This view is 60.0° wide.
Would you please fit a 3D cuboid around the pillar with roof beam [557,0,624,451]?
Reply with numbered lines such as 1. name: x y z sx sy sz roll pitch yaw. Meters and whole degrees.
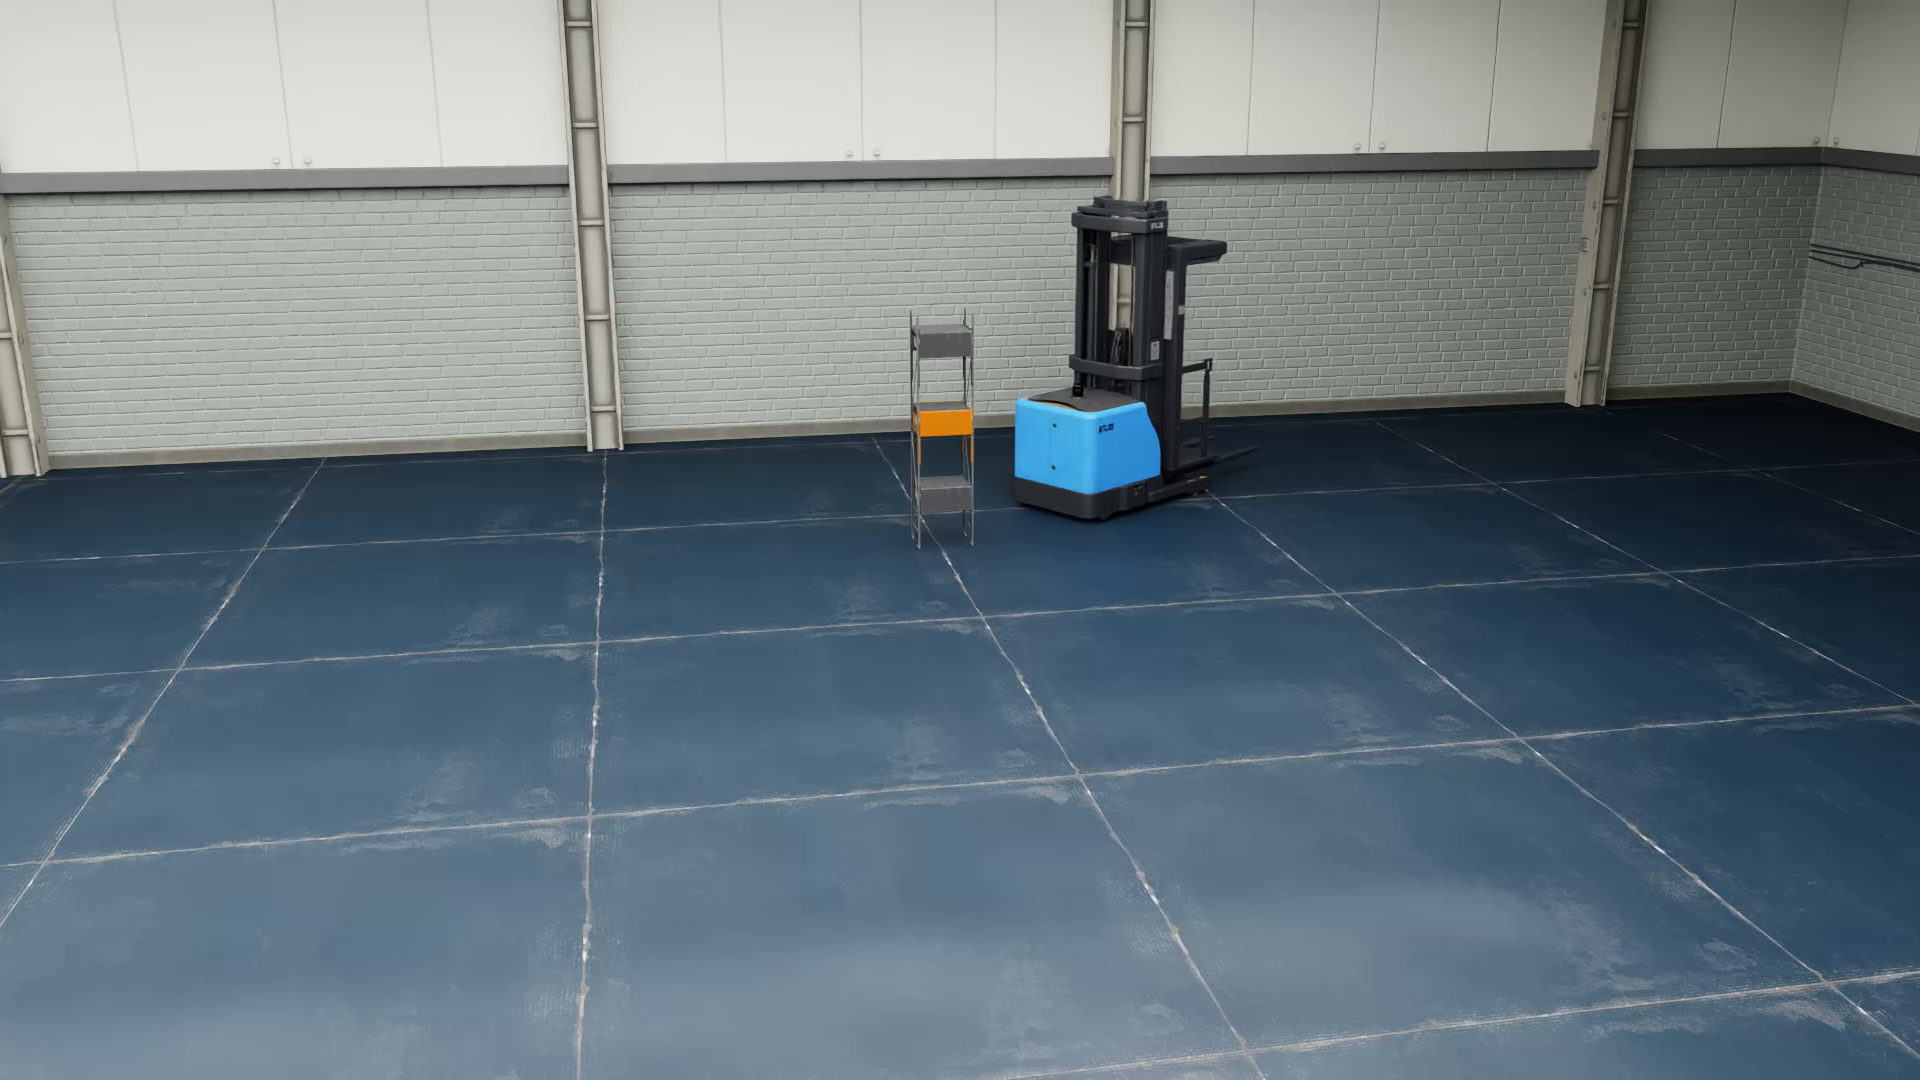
1. pillar with roof beam: -3.152 -4.102 13.279 0.400 9.000 9.100 -3 17 -10

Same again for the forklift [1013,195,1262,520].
1. forklift: 1.917 -1.941 16.576 3.031 2.935 1.130 -16 23 -42

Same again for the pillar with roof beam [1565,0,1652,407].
1. pillar with roof beam: 8.630 -4.770 15.455 0.400 9.000 9.100 -3 17 -10

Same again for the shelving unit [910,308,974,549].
1. shelving unit: -0.163 -0.995 14.912 0.503 2.100 0.431 -3 17 -10

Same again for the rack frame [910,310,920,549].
1. rack frame: -0.402 -0.981 14.867 0.015 2.100 0.400 -3 17 -10

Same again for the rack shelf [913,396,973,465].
1. rack shelf: -0.163 -0.981 14.916 0.480 0.518 0.431 -3 17 -10

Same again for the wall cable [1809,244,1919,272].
1. wall cable: 10.956 -4.310 19.244 0.112 2.526 3.097 -3 17 -10

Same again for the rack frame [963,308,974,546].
1. rack frame: 0.077 -1.008 14.956 0.015 2.100 0.400 -3 17 -10

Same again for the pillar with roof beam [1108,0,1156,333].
1. pillar with roof beam: 2.739 -4.436 14.367 0.400 9.000 9.100 -3 17 -10

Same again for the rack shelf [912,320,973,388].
1. rack shelf: -0.163 -1.651 14.710 0.480 0.518 0.431 -3 17 -10

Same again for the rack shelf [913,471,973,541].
1. rack shelf: -0.163 -0.312 15.121 0.480 0.518 0.431 -3 17 -10

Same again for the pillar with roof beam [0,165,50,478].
1. pillar with roof beam: -9.043 -3.768 12.191 0.400 9.000 9.100 -3 17 -10
